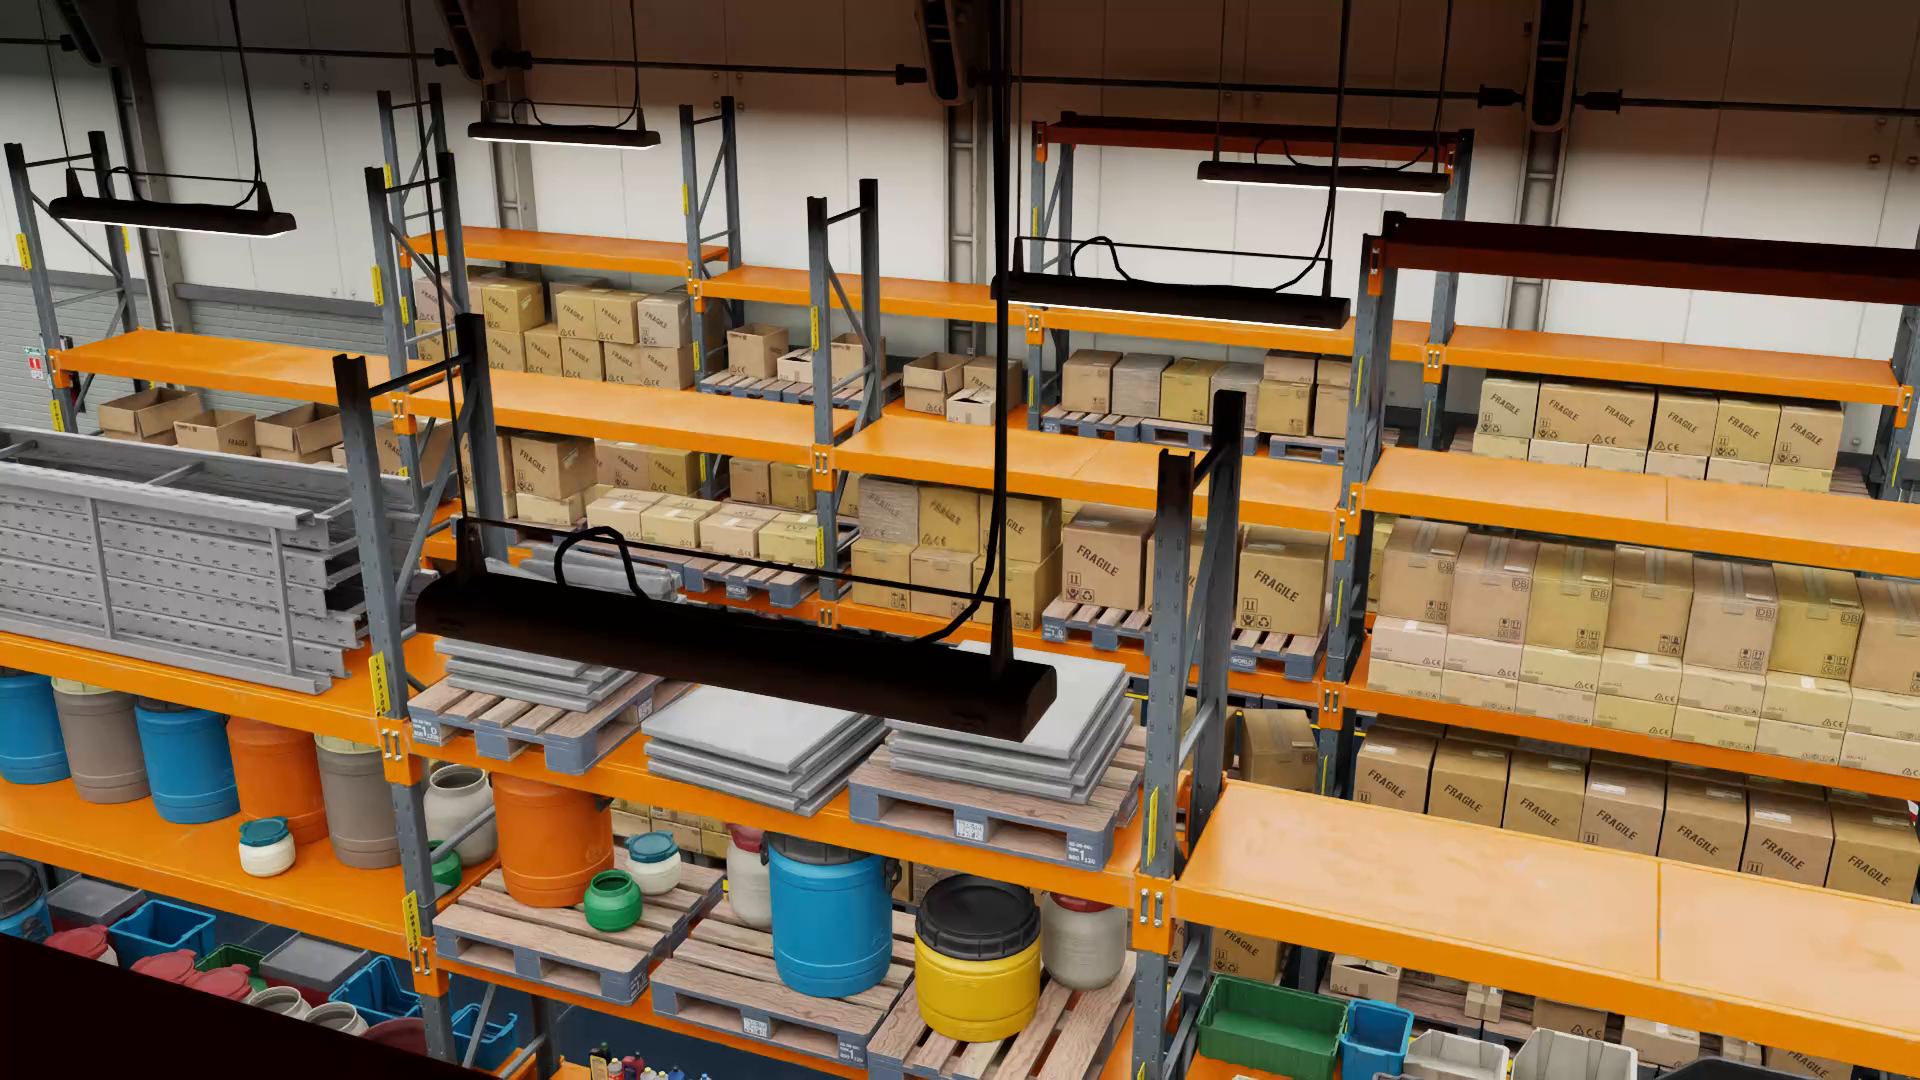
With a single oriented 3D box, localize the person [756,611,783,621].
[{"bbox_3d":[-1.945,1.241,16.707,0.893,1.768,0.692,0,21,1],"label":"person"}]
